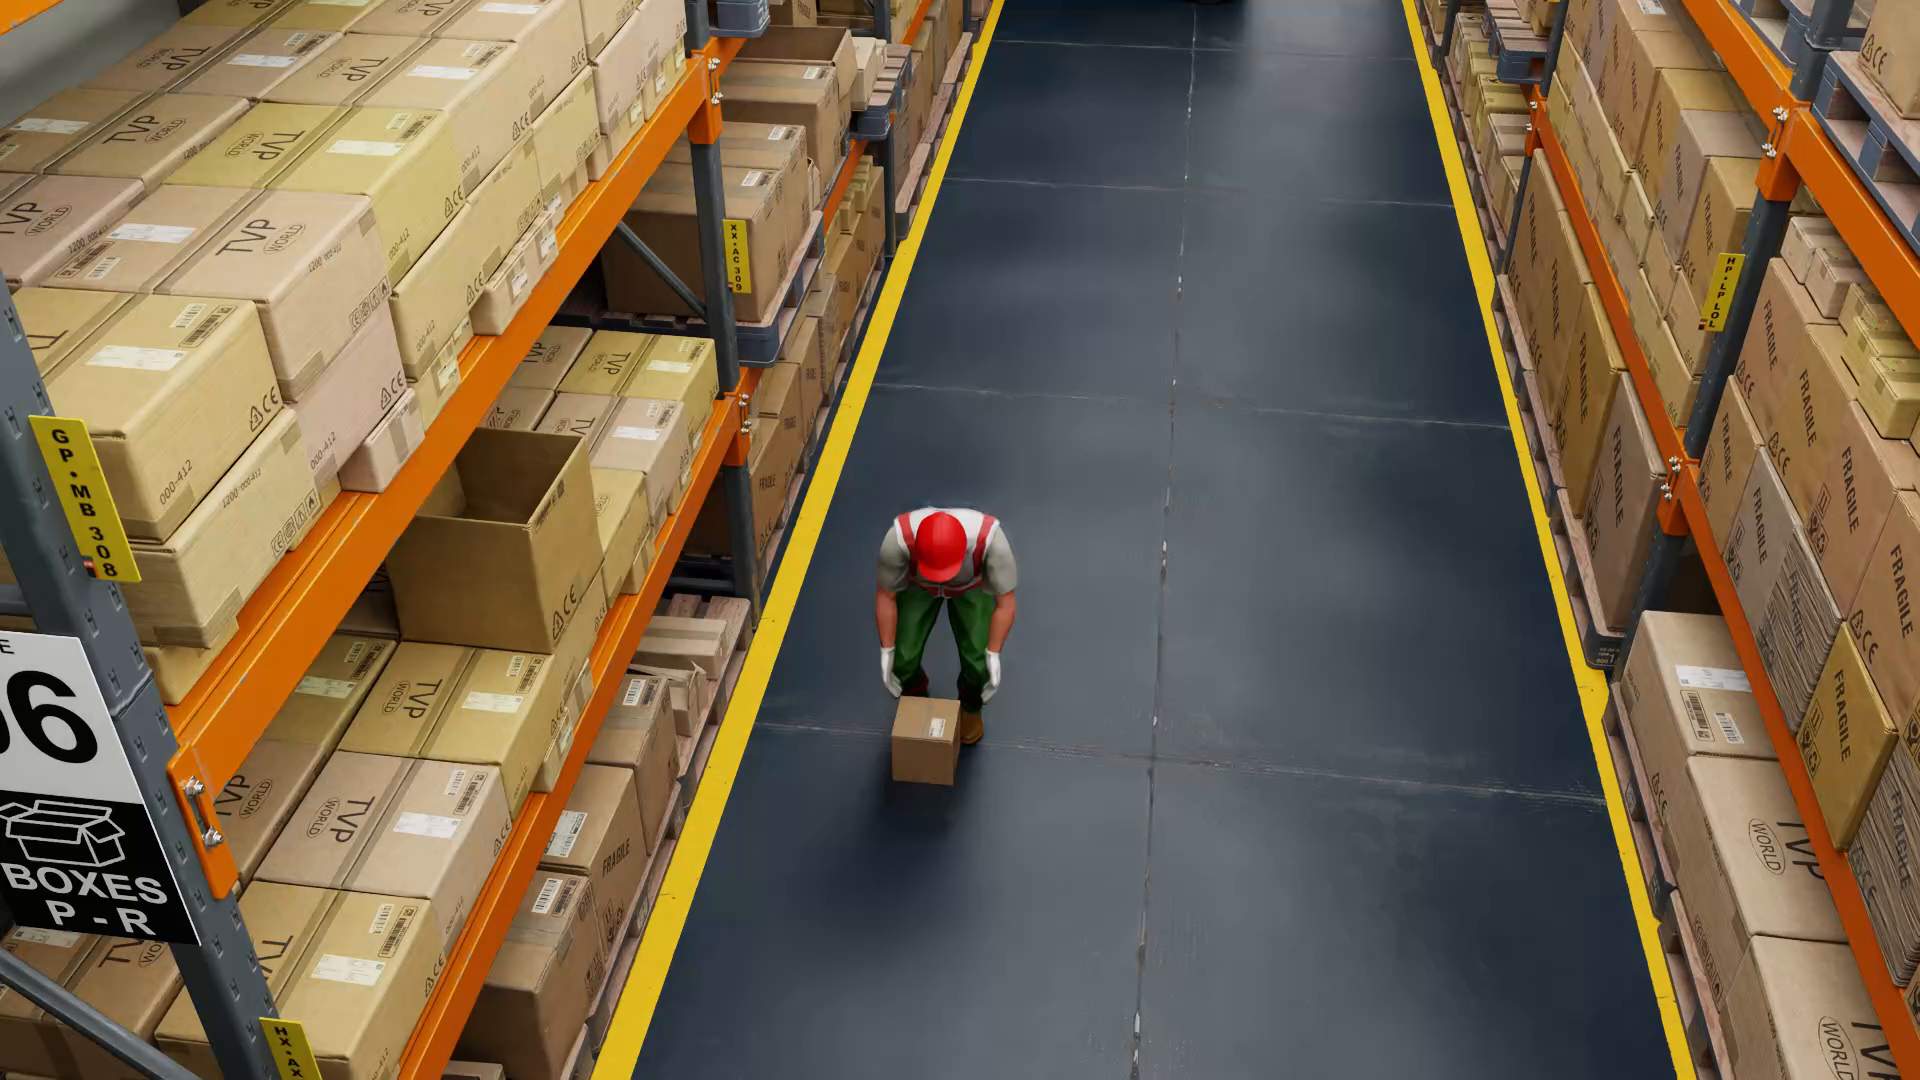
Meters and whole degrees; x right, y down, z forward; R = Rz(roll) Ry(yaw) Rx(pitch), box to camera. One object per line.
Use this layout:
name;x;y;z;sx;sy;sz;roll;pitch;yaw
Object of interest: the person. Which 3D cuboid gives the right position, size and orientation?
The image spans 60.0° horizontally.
person;-0.046;0.308;6.966;0.585;1.354;0.793;4;36;6
